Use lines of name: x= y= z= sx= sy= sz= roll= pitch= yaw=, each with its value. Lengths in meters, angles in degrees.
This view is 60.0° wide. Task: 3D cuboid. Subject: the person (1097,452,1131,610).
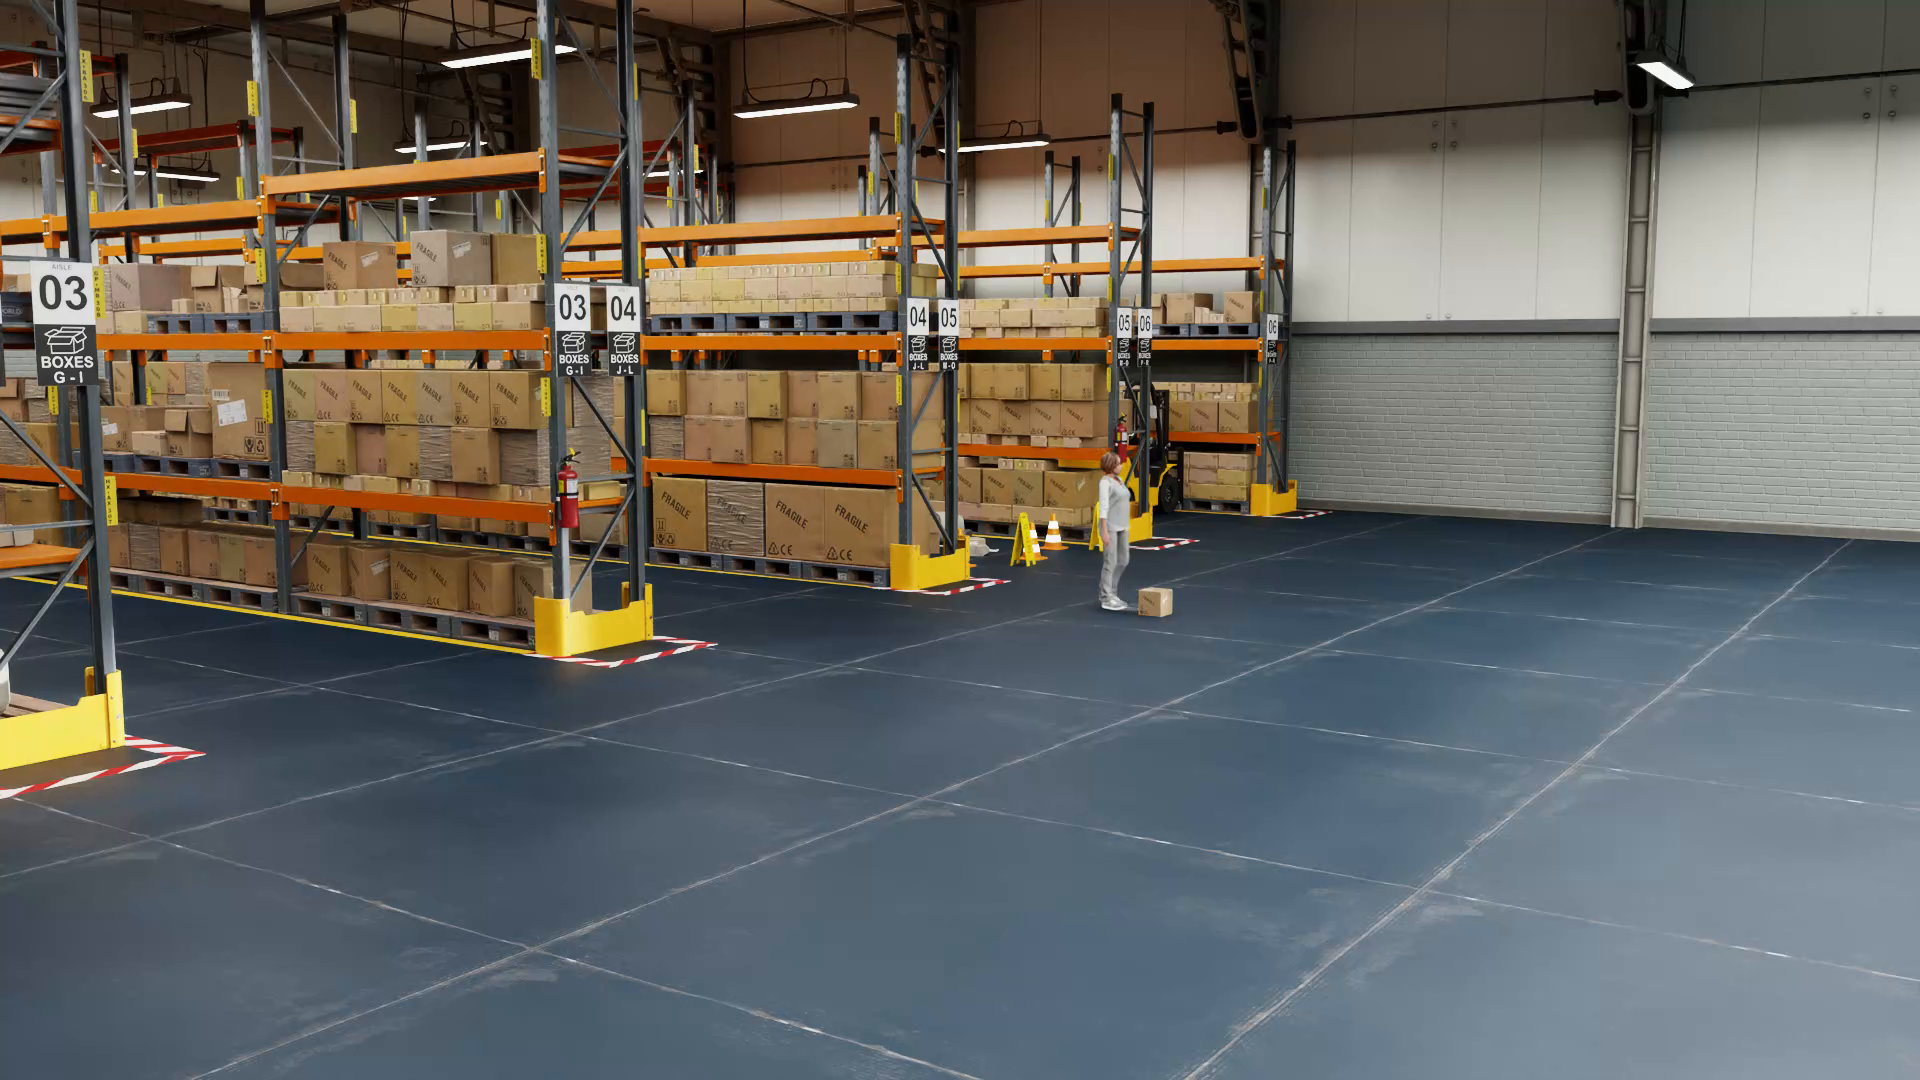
person: x=1.553 y=-0.089 z=16.866 sx=0.352 sy=1.603 sz=0.452 roll=4 pitch=8 yaw=34
